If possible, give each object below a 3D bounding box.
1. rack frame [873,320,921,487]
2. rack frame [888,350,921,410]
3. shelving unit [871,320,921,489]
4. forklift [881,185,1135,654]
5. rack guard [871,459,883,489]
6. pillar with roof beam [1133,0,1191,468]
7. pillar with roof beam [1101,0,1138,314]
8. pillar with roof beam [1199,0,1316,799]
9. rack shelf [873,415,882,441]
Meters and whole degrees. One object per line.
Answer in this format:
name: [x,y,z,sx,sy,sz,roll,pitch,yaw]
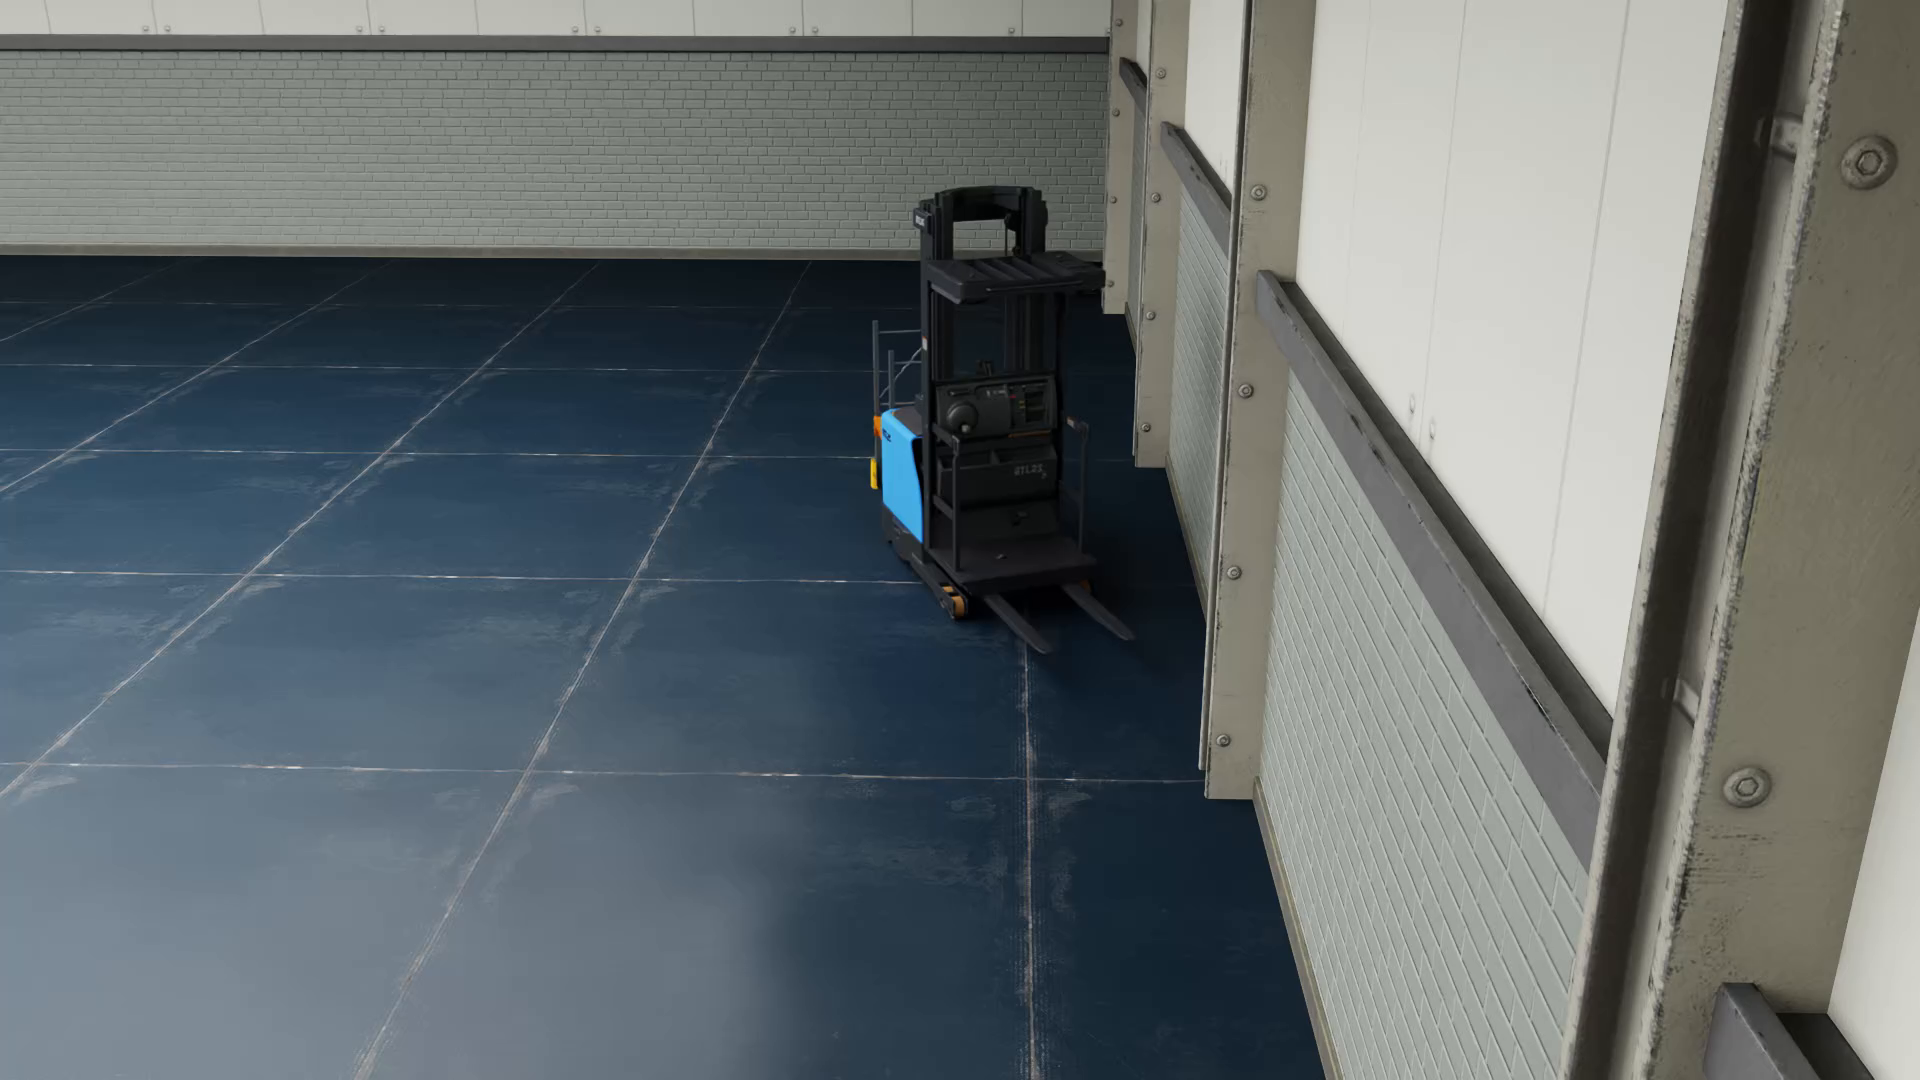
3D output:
rack frame: [-0.498,-1.189,14.521,0.500,1.500,0.032,-4,21,-9]
rack frame: [-0.324,-0.827,13.587,0.500,1.500,0.032,-4,21,-9]
shelving unit: [-0.410,-1.005,14.046,0.587,1.500,1.083,-4,21,-9]
forklift: [0.345,-0.964,11.962,1.130,2.935,3.031,-8,22,-19]
rack guard: [-0.495,-0.600,14.729,0.587,0.250,0.087,-4,21,-9]
pillar with roof beam: [-2.534,-4.981,13.925,9.100,9.000,0.400,1,21,2]
pillar with roof beam: [-2.351,-7.150,19.516,9.100,9.000,0.400,1,21,2]
pillar with roof beam: [-2.716,-2.811,8.334,9.100,9.000,0.400,1,21,2]
rack shelf: [-0.411,-0.841,14.119,0.538,0.185,1.000,-4,21,-9]
